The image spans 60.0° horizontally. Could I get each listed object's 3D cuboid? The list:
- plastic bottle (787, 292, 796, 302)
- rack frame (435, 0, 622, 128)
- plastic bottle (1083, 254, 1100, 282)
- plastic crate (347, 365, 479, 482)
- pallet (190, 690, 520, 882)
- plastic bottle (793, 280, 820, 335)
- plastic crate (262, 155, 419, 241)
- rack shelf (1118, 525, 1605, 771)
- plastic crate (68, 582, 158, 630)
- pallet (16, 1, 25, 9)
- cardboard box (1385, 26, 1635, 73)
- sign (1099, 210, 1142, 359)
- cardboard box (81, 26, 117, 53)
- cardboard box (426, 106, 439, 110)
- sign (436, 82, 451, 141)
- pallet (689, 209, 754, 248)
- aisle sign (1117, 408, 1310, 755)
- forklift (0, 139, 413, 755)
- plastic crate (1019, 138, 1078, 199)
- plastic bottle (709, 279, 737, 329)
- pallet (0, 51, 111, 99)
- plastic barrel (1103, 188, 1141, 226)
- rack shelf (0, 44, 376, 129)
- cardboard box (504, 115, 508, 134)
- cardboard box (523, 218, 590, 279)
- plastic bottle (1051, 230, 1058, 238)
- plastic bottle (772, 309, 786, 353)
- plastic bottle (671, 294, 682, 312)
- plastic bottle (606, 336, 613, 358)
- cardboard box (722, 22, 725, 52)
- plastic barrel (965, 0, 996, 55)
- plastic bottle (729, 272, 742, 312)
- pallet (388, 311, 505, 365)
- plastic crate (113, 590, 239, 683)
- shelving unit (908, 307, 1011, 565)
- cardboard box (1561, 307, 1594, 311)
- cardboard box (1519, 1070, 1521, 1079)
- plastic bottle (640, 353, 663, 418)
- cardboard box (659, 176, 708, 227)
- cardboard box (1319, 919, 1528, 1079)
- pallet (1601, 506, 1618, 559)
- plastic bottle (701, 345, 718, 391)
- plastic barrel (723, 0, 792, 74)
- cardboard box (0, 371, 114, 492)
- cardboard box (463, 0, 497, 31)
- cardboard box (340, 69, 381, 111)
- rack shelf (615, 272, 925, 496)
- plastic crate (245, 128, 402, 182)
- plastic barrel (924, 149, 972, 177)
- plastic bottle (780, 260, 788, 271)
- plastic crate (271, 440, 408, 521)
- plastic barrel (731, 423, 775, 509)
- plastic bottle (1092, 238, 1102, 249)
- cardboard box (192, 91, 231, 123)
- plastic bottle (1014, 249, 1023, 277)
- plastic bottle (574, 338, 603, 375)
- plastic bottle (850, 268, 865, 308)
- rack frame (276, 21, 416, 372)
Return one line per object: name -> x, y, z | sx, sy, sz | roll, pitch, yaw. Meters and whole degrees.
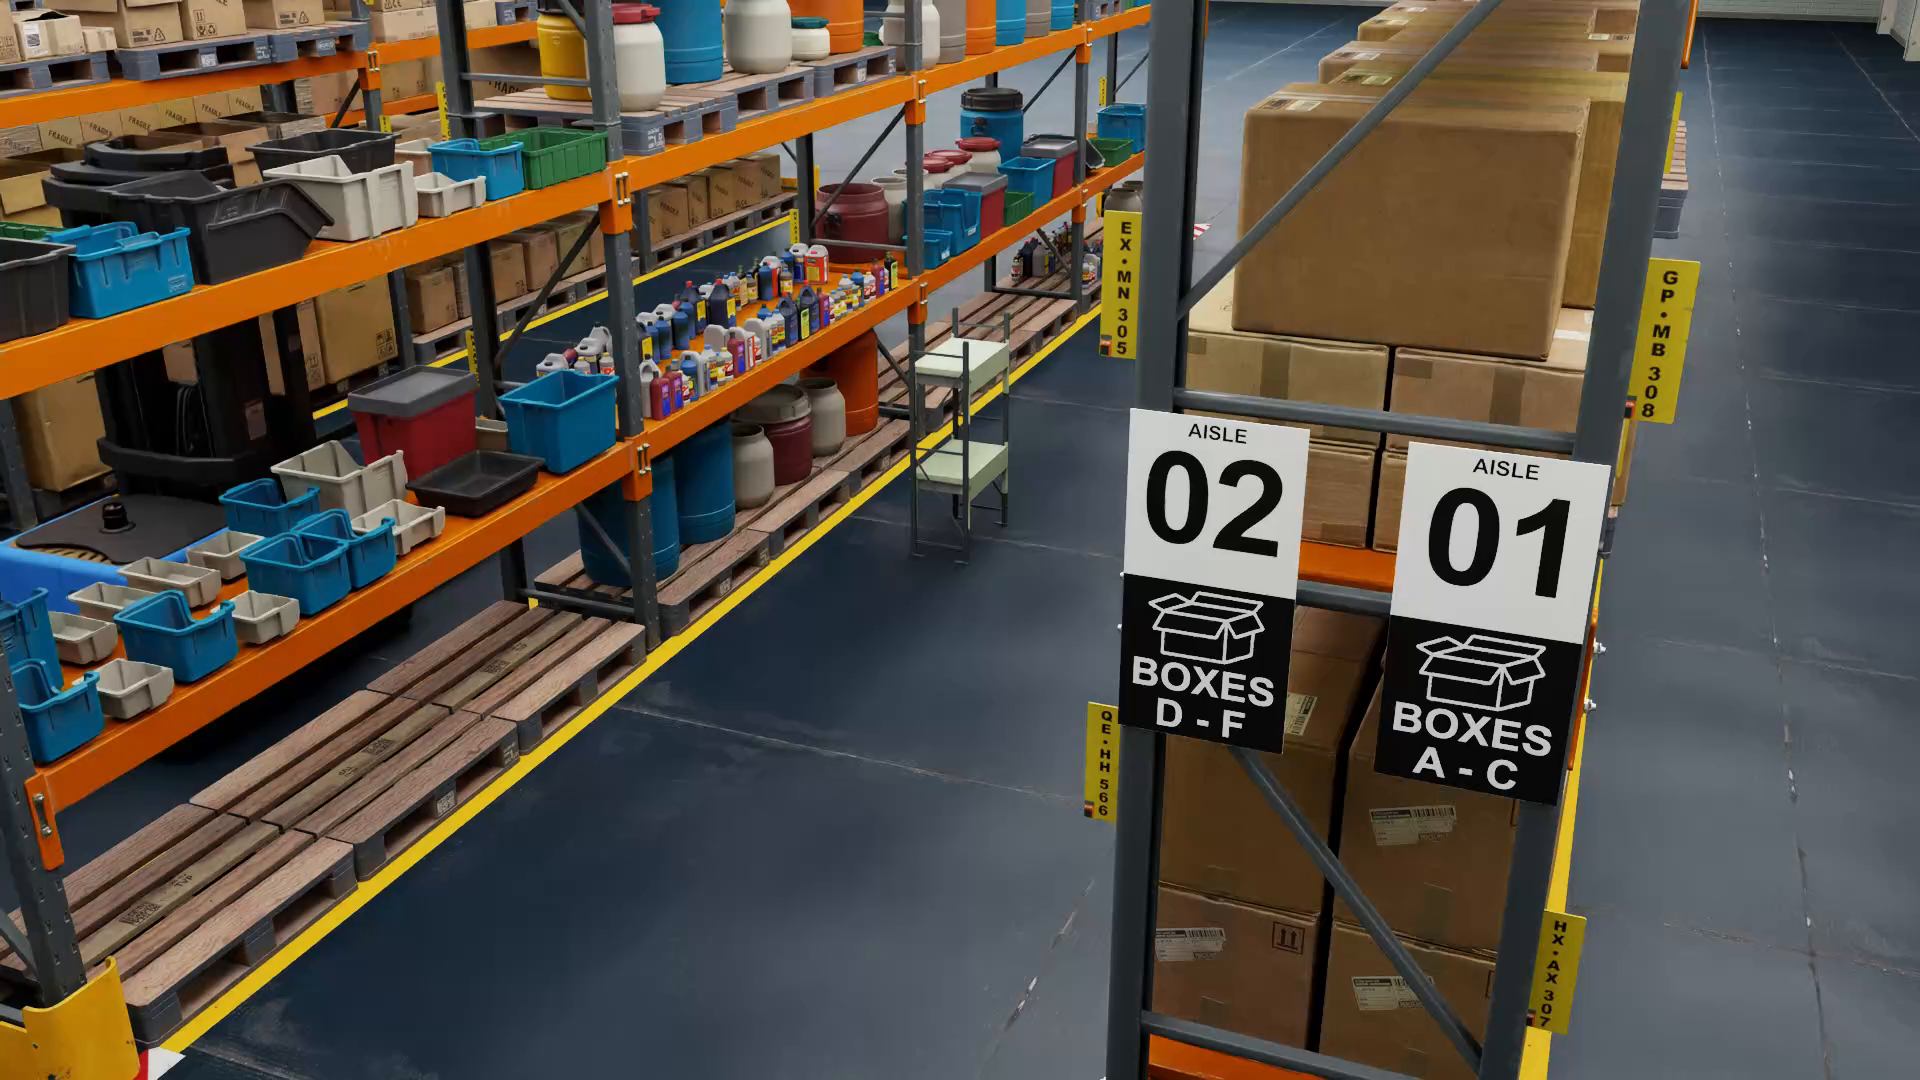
plastic bottle -> -1.139, -1.538, 11.191 | 0.061, 0.283, 0.133 | 9, 24, 20
rack frame -> -2.244, -3.589, 8.167 | 1.000, 3.000, 0.127 | 9, 24, 20
plastic bottle -> 1.348, -2.801, 17.026 | 0.152, 0.276, 0.135 | 10, 25, 22
plastic crate -> -2.808, -0.594, 8.620 | 0.402, 0.464, 0.583 | 9, 24, 20
pallet -> -2.933, 1.173, 8.168 | 1.003, 0.211, 1.213 | 9, 24, 20
plastic bottle -> -1.034, -1.564, 11.165 | 0.144, 0.351, 0.185 | 9, 24, 20
plastic crate -> -2.620, -1.468, 7.134 | 0.437, 0.282, 0.530 | 9, 24, 20
rack shelf -> 1.611, -0.447, 5.469 | 1.077, 0.370, 4.000 | 9, 24, 20
plastic crate -> -3.474, 0.285, 6.939 | 0.396, 0.136, 0.243 | 9, 24, 20
pallet -> -9.322, -5.643, 17.221 | 1.003, 0.211, 1.213 | 10, 25, 22
cardboard box -> 1.667, -1.283, 5.111 | 0.700, 0.500, 0.500 | 9, 24, 20
sign -> 0.360, -0.558, 3.654 | 0.100, 0.325, 0.005 | 9, 24, 20
cardboard box -> -6.150, -3.503, 11.634 | 0.380, 0.149, 0.250 | 8, 24, 18
cardboard box -> -7.143, -5.532, 22.813 | 0.875, 0.875, 0.875 | 9, 24, 20
sign -> -2.754, -2.288, 8.933 | 0.100, 0.325, 0.005 | 9, 24, 20
pallet -> -3.202, -3.789, 20.048 | 1.003, 0.211, 1.213 | 9, 24, 20
aisle sign -> 0.558, 0.102, 3.741 | 0.394, 0.787, 0.004 | 9, 24, 20
forklift -> -3.942, -0.799, 9.360 | 1.130, 2.935, 3.031 | 8, 24, 18
plastic crate -> 0.832, -3.496, 15.645 | 0.402, 0.464, 0.583 | 9, 24, 20
plastic bottle -> -1.606, -1.594, 11.239 | 0.144, 0.351, 0.185 | 9, 24, 20
pallet -> -6.548, -3.161, 11.282 | 0.805, 0.209, 1.217 | 8, 24, 18
plastic barrel -> 1.854, -3.735, 18.983 | 0.421, 0.512, 0.421 | 0, 23, 0
rack shelf -> -6.099, -3.298, 12.295 | 1.077, 0.370, 4.000 | 9, 24, 20
cardboard box -> -4.429, -4.000, 16.257 | 0.797, 0.503, 0.637 | 11, 25, 25
cardboard box -> -4.313, -3.058, 17.351 | 0.700, 0.500, 0.500 | 9, 24, 20
plastic bottle -> 1.011, -3.224, 18.045 | 0.097, 0.271, 0.097 | 0, 23, 0
plastic bottle -> -1.183, -1.359, 10.779 | 0.097, 0.271, 0.097 | 0, 23, 0
plastic bottle -> -1.895, -1.486, 11.067 | 0.061, 0.283, 0.133 | 9, 24, 20
plastic bottle -> -2.072, -1.153, 10.183 | 0.144, 0.351, 0.185 | 9, 24, 20
cardboard box -> -2.922, -5.701, 19.193 | 0.500, 0.500, 0.500 | 9, 24, 20
plastic barrel -> -0.008, -4.331, 13.278 | 0.600, 0.830, 0.708 | 9, 24, 20
plastic bottle -> -1.594, -1.751, 11.716 | 0.097, 0.271, 0.097 | 0, 23, 0
pallet -> -5.065, -1.954, 15.654 | 1.003, 0.211, 1.213 | 9, 24, 20
plastic crate -> -3.088, 0.383, 6.579 | 0.416, 0.233, 0.300 | 9, 24, 20
shelving unit -> 0.002, -0.694, 10.967 | 0.431, 1.500, 0.755 | 9, 24, 20
cardboard box -> 1.493, -0.549, 4.326 | 0.500, 0.250, 0.500 | 9, 24, 20
cardboard box -> 1.705, 1.875, 5.866 | 0.500, 0.250, 0.500 | 9, 24, 20
plastic bottle -> -1.797, -0.892, 9.558 | 0.144, 0.351, 0.185 | 9, 24, 20
cardboard box -> -3.322, -4.010, 19.656 | 0.500, 0.500, 0.500 | 7, 24, 15
cardboard box -> 1.278, 1.154, 4.466 | 0.500, 0.500, 0.500 | 9, 24, 21
pallet -> 2.752, -0.292, 8.306 | 1.003, 0.211, 1.213 | 9, 24, 20
plastic bottle -> -1.514, -1.041, 10.017 | 0.097, 0.271, 0.097 | 0, 23, 0
plastic barrel -> -1.277, -3.237, 10.494 | 0.433, 0.535, 0.433 | 0, 23, 0
cardboard box -> -6.623, -0.975, 11.904 | 1.225, 0.875, 0.875 | 9, 24, 20
cardboard box -> -4.573, -4.777, 15.097 | 0.500, 0.250, 0.500 | 9, 24, 21
cardboard box -> -7.819, -5.718, 20.853 | 0.875, 0.550, 0.550 | 9, 24, 20
rack shelf -> -1.501, -1.204, 11.175 | 1.077, 0.370, 4.000 | 9, 24, 20
plastic crate -> -2.960, -1.739, 7.800 | 0.497, 0.269, 0.590 | 9, 24, 20
plastic barrel -> -0.104, -3.173, 14.778 | 0.433, 0.535, 0.433 | 0, 23, 0
plastic bottle -> -1.323, -1.979, 12.355 | 0.097, 0.201, 0.097 | 0, 23, 0
plastic crate -> -2.982, -0.274, 8.089 | 0.437, 0.282, 0.530 | 9, 24, 20
plastic barrel -> -1.470, -0.501, 11.242 | 0.421, 0.512, 0.421 | 0, 23, 0
plastic bottle -> 1.494, -3.091, 17.721 | 0.152, 0.276, 0.135 | 9, 24, 20
cardboard box -> -8.572, -4.779, 18.670 | 0.500, 0.500, 0.500 | 9, 24, 19
plastic bottle -> 0.600, -2.852, 17.141 | 0.061, 0.283, 0.133 | 10, 25, 23
plastic bottle -> -2.262, -1.081, 10.108 | 0.152, 0.276, 0.135 | 9, 24, 20
plastic bottle -> -0.730, -1.796, 11.825 | 0.097, 0.271, 0.097 | 0, 23, 0
rack frame -> -5.357, -2.961, 14.447 | 1.000, 3.000, 0.127 | 9, 24, 20
